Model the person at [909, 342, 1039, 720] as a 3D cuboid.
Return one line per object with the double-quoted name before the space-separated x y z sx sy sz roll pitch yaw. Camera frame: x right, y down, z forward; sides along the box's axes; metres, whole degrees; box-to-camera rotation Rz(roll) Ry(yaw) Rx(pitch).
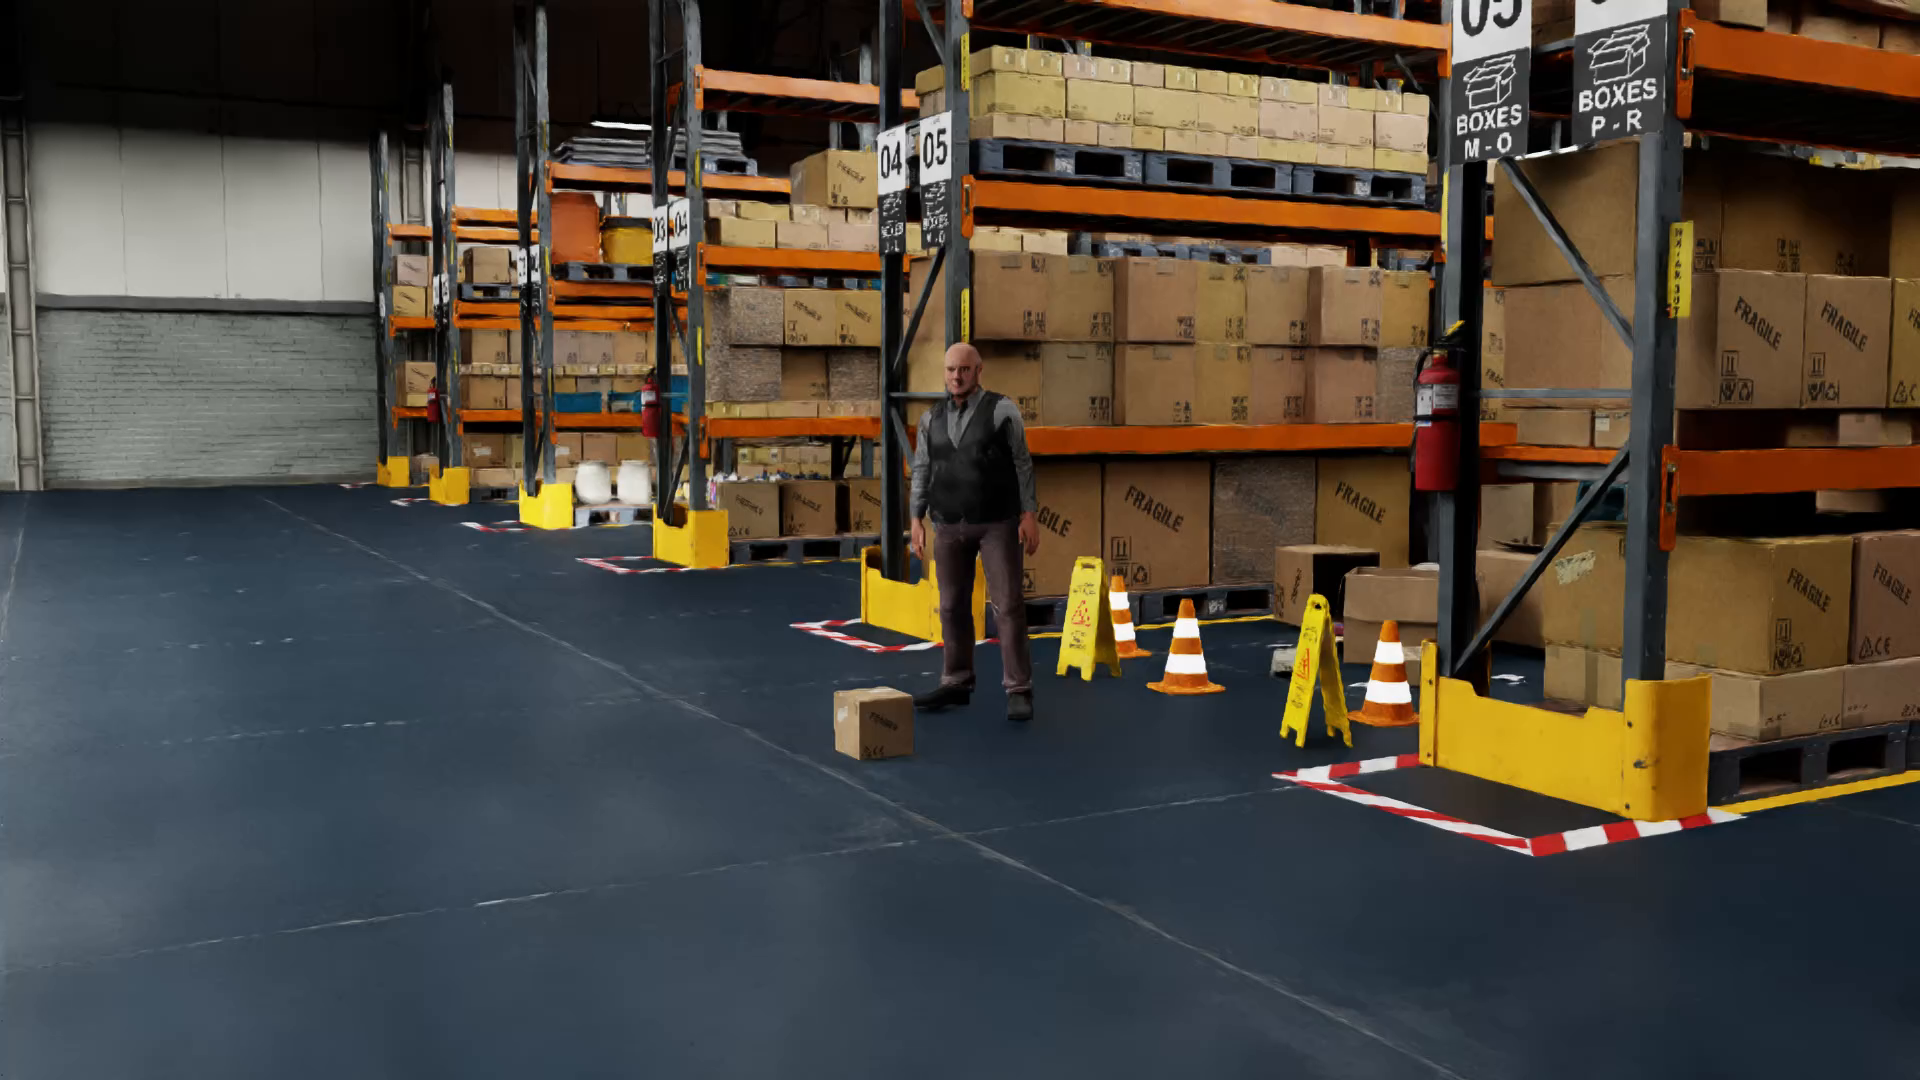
"person" 0.070 -0.051 7.718 0.672 1.722 0.466 2 5 23
